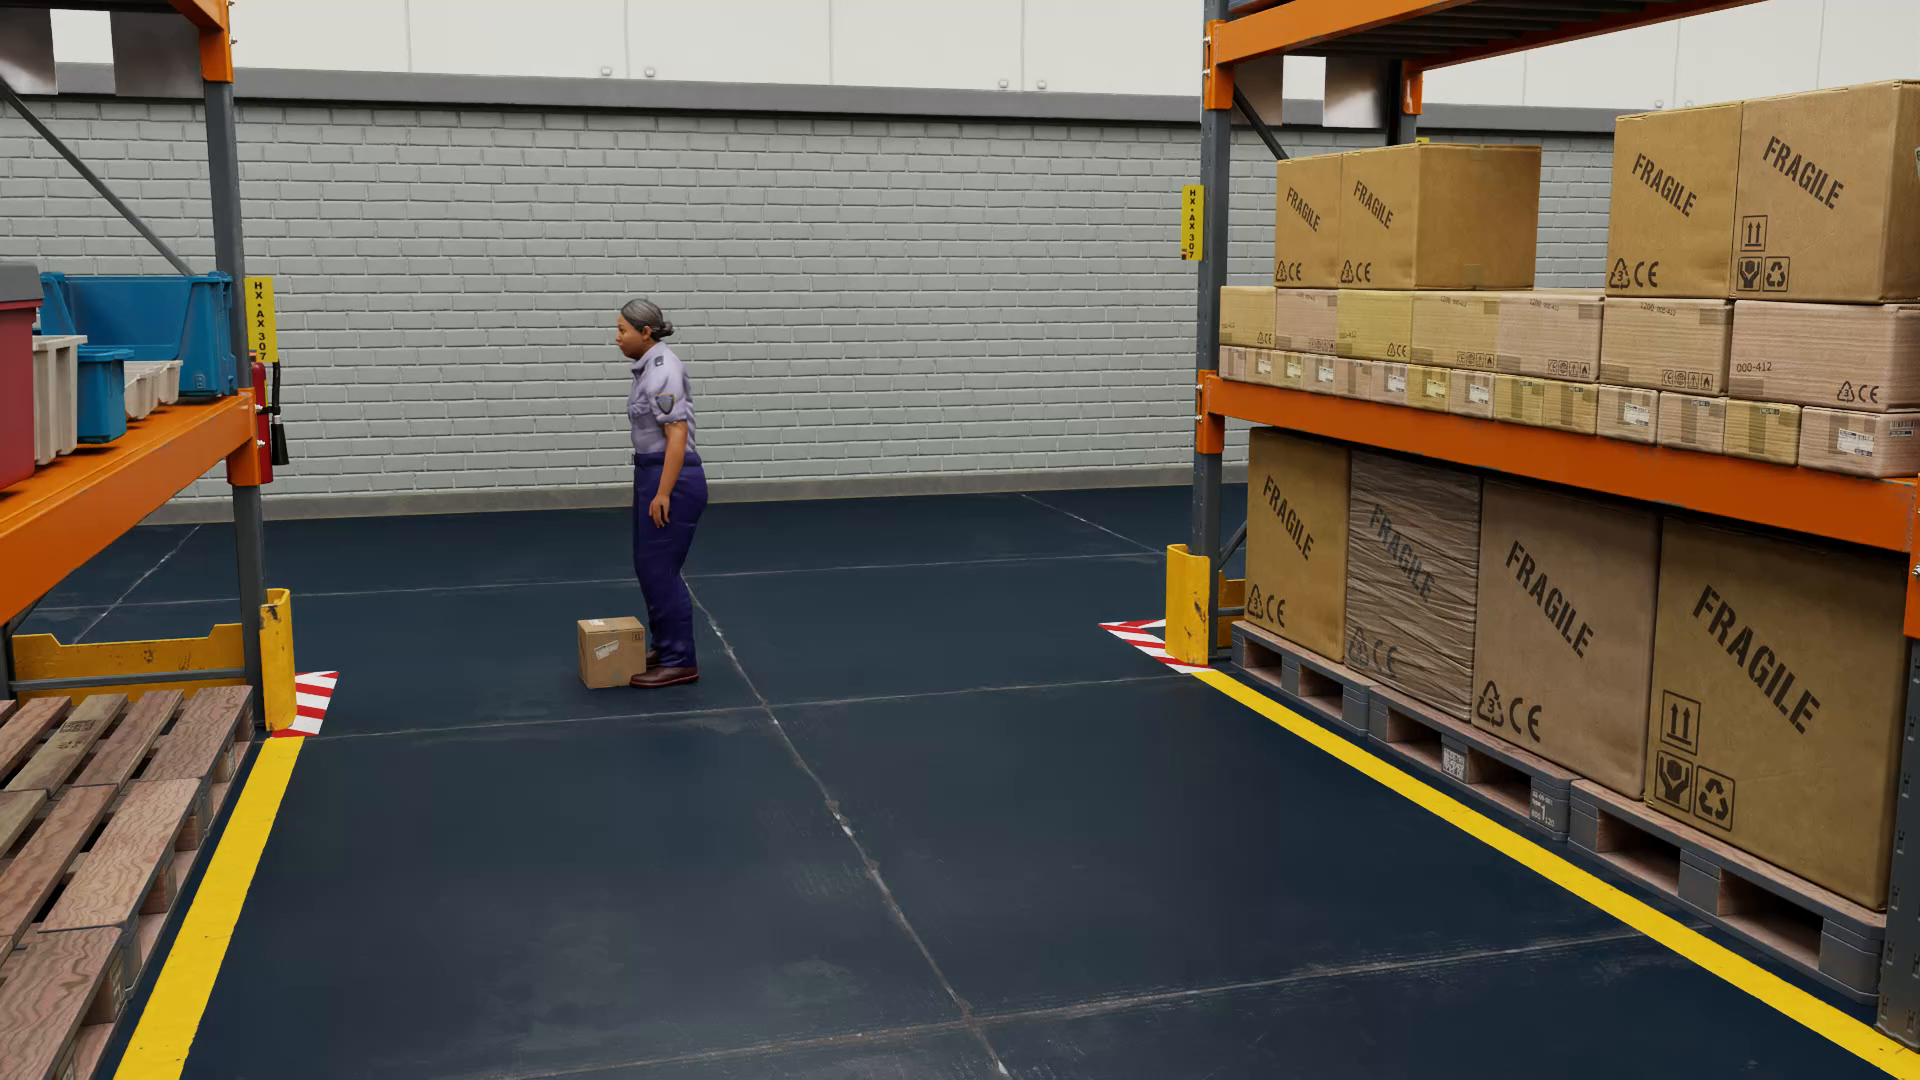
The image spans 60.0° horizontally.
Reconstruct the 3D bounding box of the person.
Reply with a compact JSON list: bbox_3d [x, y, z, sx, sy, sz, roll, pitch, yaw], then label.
[{"bbox_3d":[-1.289,-0.207,7.200,0.367,1.637,0.550,-3,10,-17],"label":"person"}]
